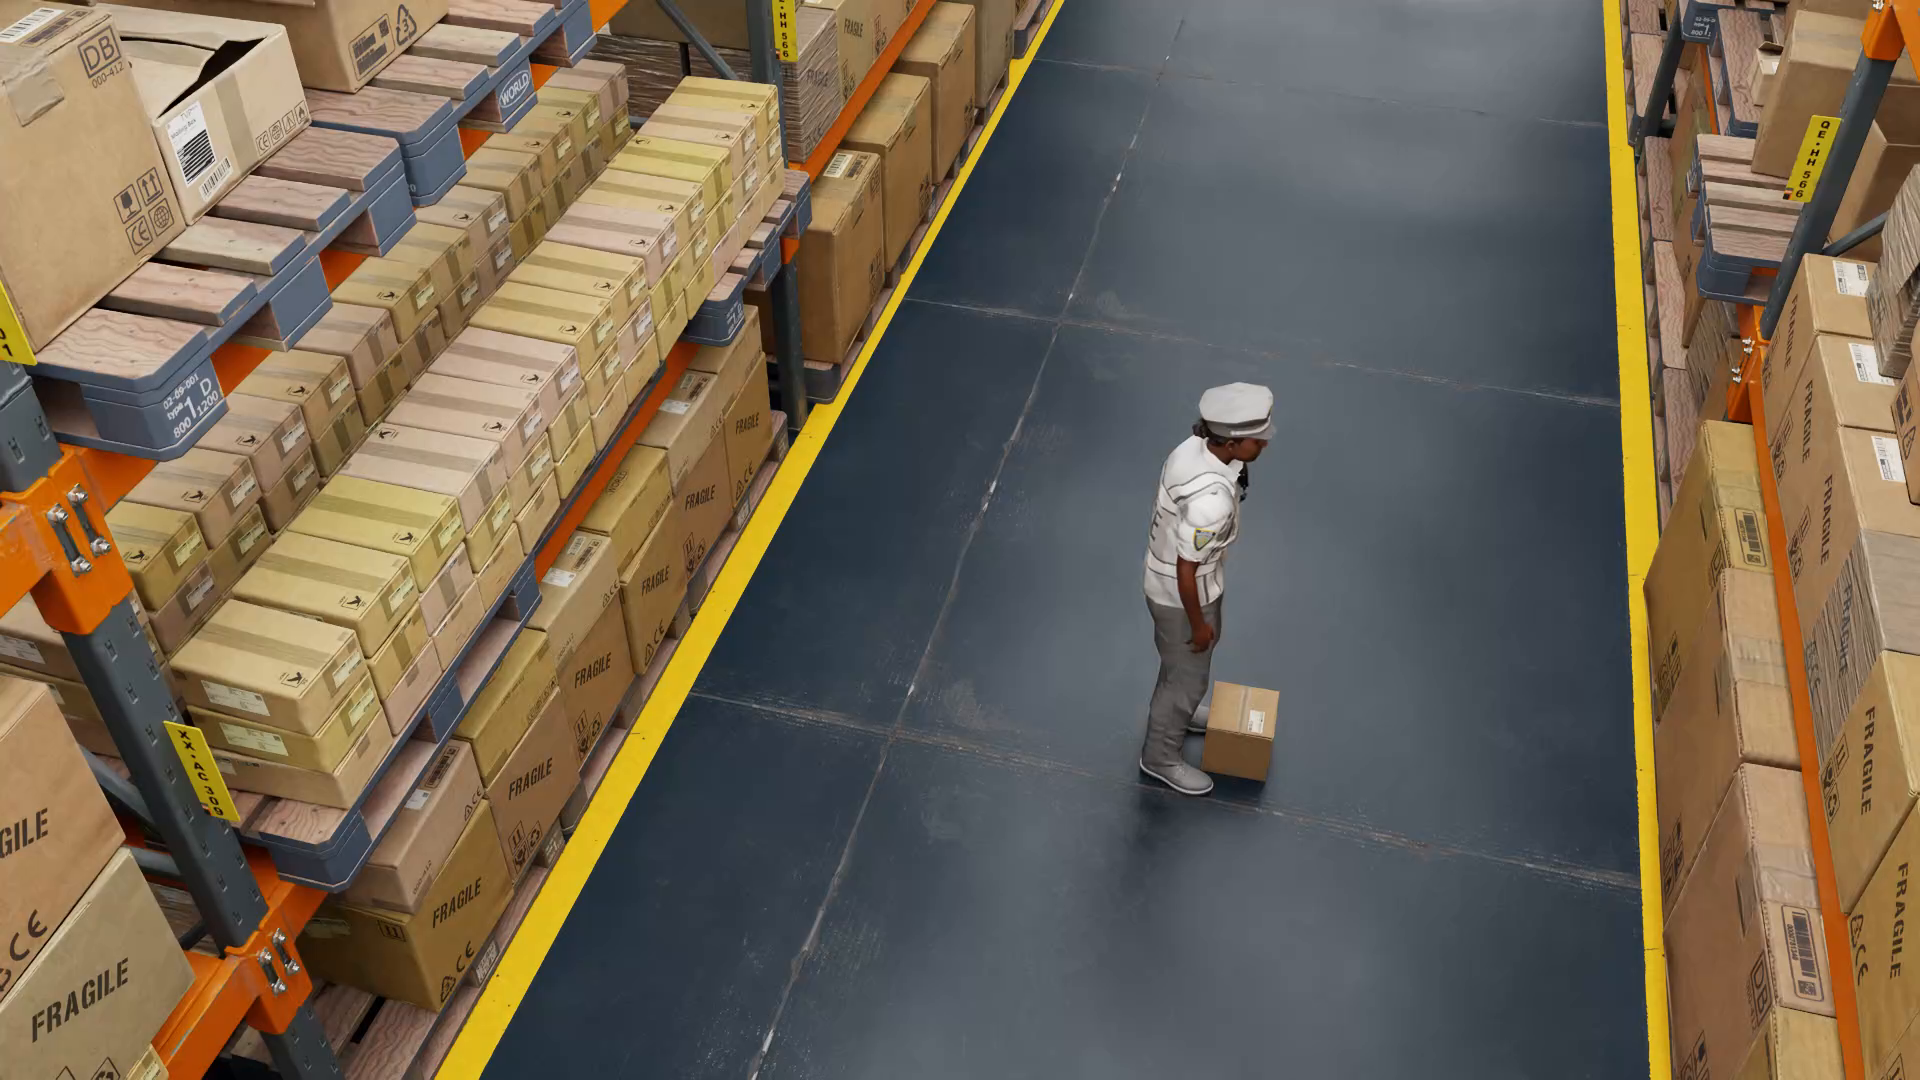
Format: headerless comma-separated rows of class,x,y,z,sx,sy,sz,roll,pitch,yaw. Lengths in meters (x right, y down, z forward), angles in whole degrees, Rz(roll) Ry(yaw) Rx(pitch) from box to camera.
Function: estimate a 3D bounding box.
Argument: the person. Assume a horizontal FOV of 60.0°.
person,0.848,0.167,5.967,0.391,1.661,0.531,8,42,9
